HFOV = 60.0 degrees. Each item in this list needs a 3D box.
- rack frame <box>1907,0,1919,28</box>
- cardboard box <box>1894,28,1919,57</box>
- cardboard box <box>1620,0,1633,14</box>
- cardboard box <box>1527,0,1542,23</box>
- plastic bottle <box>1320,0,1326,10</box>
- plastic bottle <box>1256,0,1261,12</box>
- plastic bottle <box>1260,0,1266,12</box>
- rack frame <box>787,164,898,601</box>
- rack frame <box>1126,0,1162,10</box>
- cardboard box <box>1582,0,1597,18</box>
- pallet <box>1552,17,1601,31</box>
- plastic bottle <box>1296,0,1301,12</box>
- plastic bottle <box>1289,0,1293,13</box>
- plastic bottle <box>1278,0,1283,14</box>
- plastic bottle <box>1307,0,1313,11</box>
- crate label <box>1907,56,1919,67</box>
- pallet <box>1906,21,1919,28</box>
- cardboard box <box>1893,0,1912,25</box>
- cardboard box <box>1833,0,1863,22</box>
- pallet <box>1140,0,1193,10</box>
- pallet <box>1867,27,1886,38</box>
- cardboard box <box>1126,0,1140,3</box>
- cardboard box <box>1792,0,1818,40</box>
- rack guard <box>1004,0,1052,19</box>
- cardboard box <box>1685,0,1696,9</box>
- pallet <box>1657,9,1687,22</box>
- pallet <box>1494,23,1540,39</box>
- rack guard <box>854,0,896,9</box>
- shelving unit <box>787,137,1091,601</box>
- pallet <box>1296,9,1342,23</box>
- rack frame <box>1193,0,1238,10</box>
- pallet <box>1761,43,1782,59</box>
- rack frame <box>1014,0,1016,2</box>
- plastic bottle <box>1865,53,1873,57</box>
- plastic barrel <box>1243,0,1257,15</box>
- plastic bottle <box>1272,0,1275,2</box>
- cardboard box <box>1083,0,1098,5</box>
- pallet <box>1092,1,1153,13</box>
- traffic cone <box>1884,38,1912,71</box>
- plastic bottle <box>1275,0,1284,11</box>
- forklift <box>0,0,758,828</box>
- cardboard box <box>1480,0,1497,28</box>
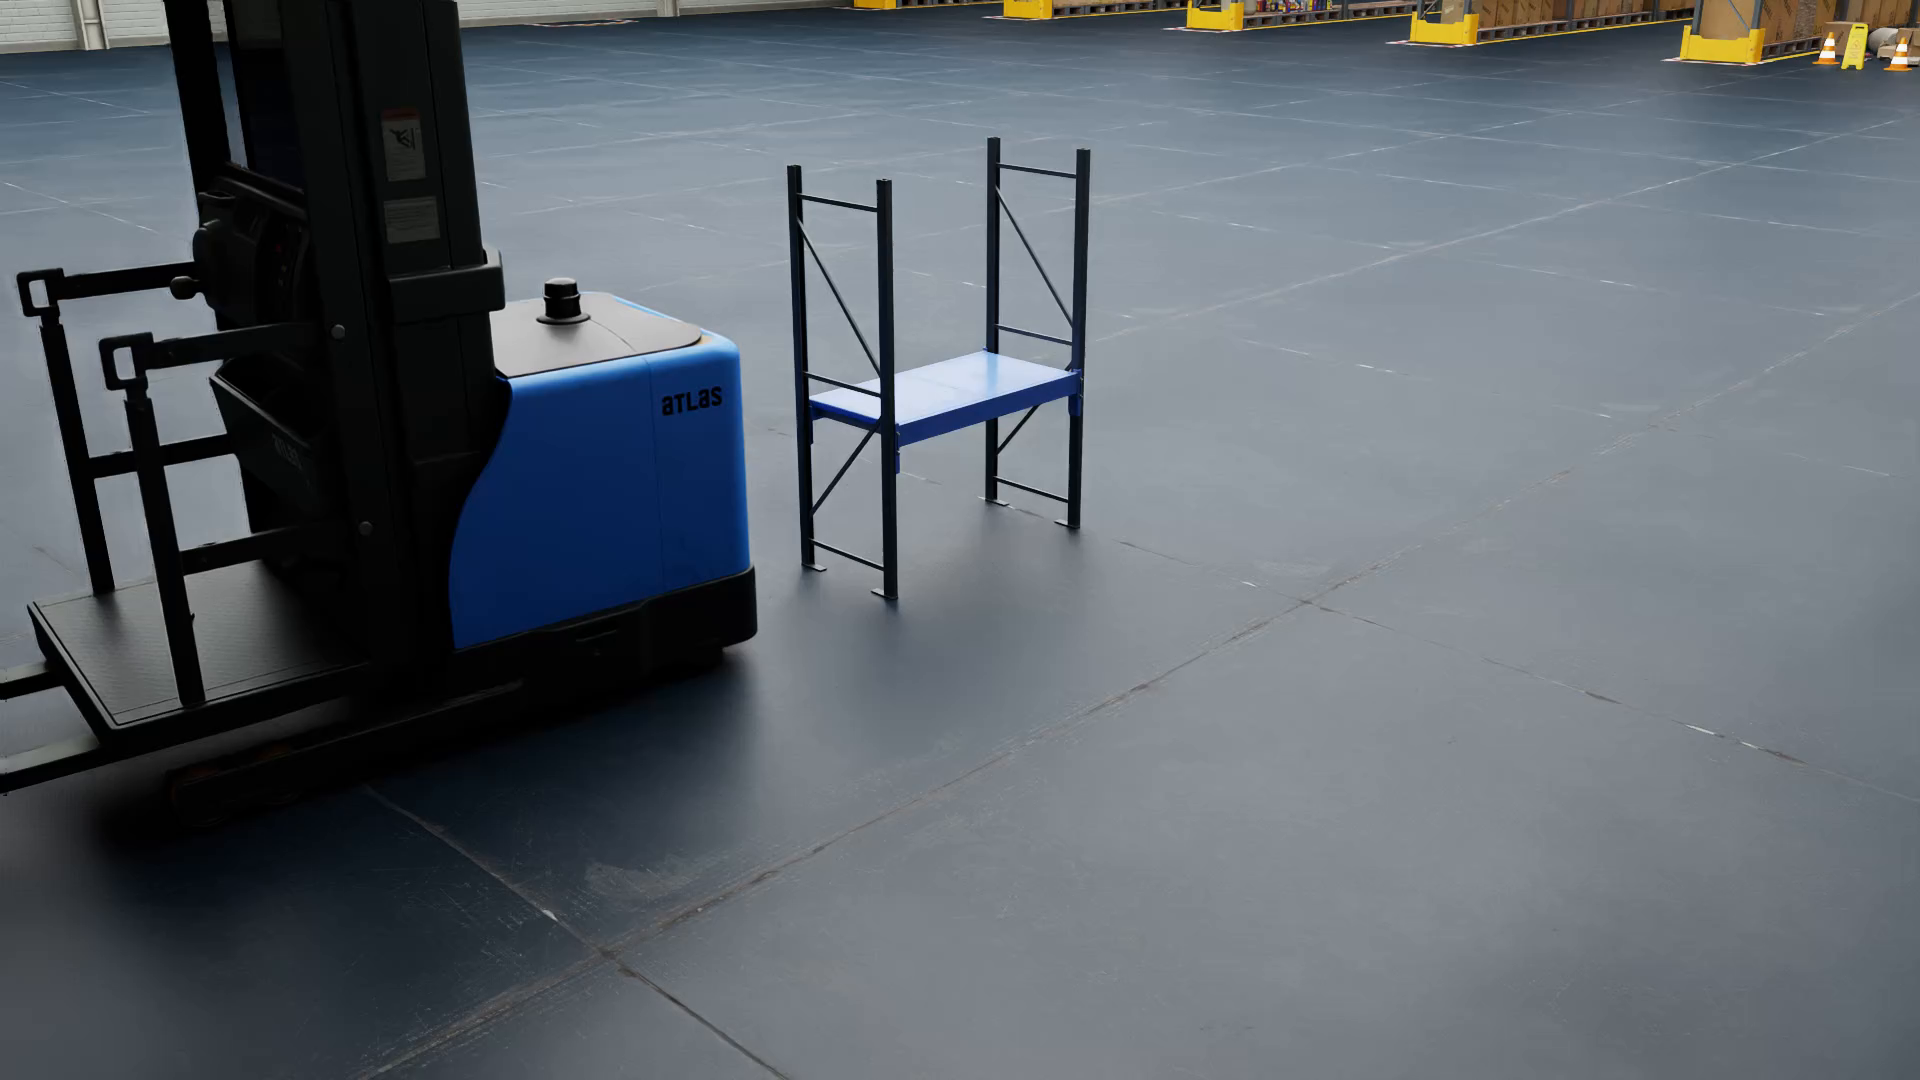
[{"bbox_3d":[17.641,-11.072,31.200,1.000,3.000,0.127,19,28,41],"label":"rack frame"},{"bbox_3d":[15.089,-7.723,25.966,0.797,0.503,0.637,2,21,4],"label":"cardboard box"},{"bbox_3d":[13.327,-11.055,34.027,0.700,0.500,0.500,16,26,36],"label":"cardboard box"},{"bbox_3d":[10.666,-10.099,31.566,0.500,0.500,0.500,-11,23,-25],"label":"cardboard box"},{"bbox_3d":[7.576,-11.282,34.826,0.144,0.351,0.185,18,28,39],"label":"plastic bottle"},{"bbox_3d":[6.191,-11.097,34.447,0.152,0.276,0.135,20,28,41],"label":"plastic bottle"},{"bbox_3d":[6.268,-11.073,34.377,0.061,0.283,0.133,19,28,41],"label":"plastic bottle"},{"bbox_3d":[-0.414,-0.547,5.908,0.500,1.500,0.032,19,28,41],"label":"rack frame"},{"bbox_3d":[4.273,-13.792,38.276,1.000,3.000,0.127,19,28,41],"label":"rack frame"},{"bbox_3d":[12.158,-10.620,32.896,0.700,0.500,0.500,19,28,40],"label":"cardboard box"},{"bbox_3d":[11.910,-10.210,32.845,1.003,0.211,1.213,19,28,41],"label":"pallet"},{"bbox_3d":[6.967,-11.009,34.225,0.097,0.271,0.097,0,21,0],"label":"plastic bottle"},{"bbox_3d":[6.756,-10.931,34.022,0.097,0.271,0.097,0,21,0],"label":"plastic bottle"},{"bbox_3d":[6.517,-10.843,33.793,0.097,0.271,0.097,0,21,0],"label":"plastic bottle"},{"bbox_3d":[7.217,-11.150,34.481,0.144,0.351,0.185,19,28,40],"label":"plastic bottle"},{"bbox_3d":[14.525,-7.308,25.397,0.250,0.136,0.298,5,22,13],"label":"crate label"},{"bbox_3d":[18.188,-9.971,32.222,1.003,0.211,1.213,19,28,41],"label":"pallet"},{"bbox_3d":[17.152,-10.084,31.180,1.050,0.750,0.750,19,28,40],"label":"cardboard box"},{"bbox_3d":[15.220,-9.372,29.327,1.050,0.750,0.750,19,28,40],"label":"cardboard box"},{"bbox_3d":[4.759,-12.689,39.294,1.003,0.211,1.213,19,28,41],"label":"pallet"},{"bbox_3d":[16.186,-9.275,30.411,1.003,0.211,1.213,19,28,41],"label":"pallet"},{"bbox_3d":[3.750,-12.404,37.913,0.500,0.250,0.500,19,28,41],"label":"cardboard box"},{"bbox_3d":[13.736,-8.871,27.851,0.875,0.875,0.875,20,28,41],"label":"cardboard box"},{"bbox_3d":[1.466,-11.591,36.033,1.175,0.500,0.348,19,28,41],"label":"rack guard"},{"bbox_3d":[15.282,-11.943,35.843,1.225,0.875,0.875,19,28,41],"label":"cardboard box"},{"bbox_3d":[14.762,-11.222,35.476,1.003,0.211,1.213,19,28,41],"label":"pallet"},{"bbox_3d":[10.073,-9.513,31.031,1.003,0.211,1.213,19,28,41],"label":"pallet"},{"bbox_3d":[-2.017,-12.855,39.323,1.175,0.500,0.348,19,28,41],"label":"rack guard"},{"bbox_3d":[-0.060,-0.678,6.248,0.538,1.500,1.048,19,28,41],"label":"shelving unit"},{"bbox_3d":[7.321,-11.087,35.126,1.003,0.211,1.213,19,28,41],"label":"pallet"},{"bbox_3d":[5.029,-11.523,32.373,1.000,3.000,0.127,19,28,41],"label":"rack frame"},{"bbox_3d":[12.562,-7.939,26.936,1.003,0.211,1.213,19,28,41],"label":"pallet"},{"bbox_3d":[1.482,-12.763,35.601,1.000,3.000,0.127,19,28,41],"label":"rack frame"},{"bbox_3d":[14.615,-7.853,26.922,0.283,0.061,0.133,9,23,23],"label":"plastic bottle"},{"bbox_3d":[5.783,-10.875,33.569,0.421,0.512,0.421,0,21,0],"label":"plastic barrel"},{"bbox_3d":[6.530,-11.258,34.764,0.144,0.351,0.185,19,28,40],"label":"plastic bottle"},{"bbox_3d":[2.711,-12.016,36.903,0.500,0.250,0.500,19,28,41],"label":"cardboard box"},{"bbox_3d":[3.688,-12.296,38.271,1.003,0.211,1.213,19,28,41],"label":"pallet"},{"bbox_3d":[14.021,-7.243,24.773,0.336,0.463,0.334,19,28,41],"label":"traffic cone"},{"bbox_3d":[6.654,-11.193,34.698,0.152,0.276,0.135,19,28,41],"label":"plastic bottle"},{"bbox_3d":[-2.150,-0.799,4.567,3.031,2.935,1.130,-16,26,-35],"label":"forklift"},{"bbox_3d":[9.417,-9.631,30.349,0.500,0.500,0.500,-12,24,-28],"label":"cardboard box"}]
